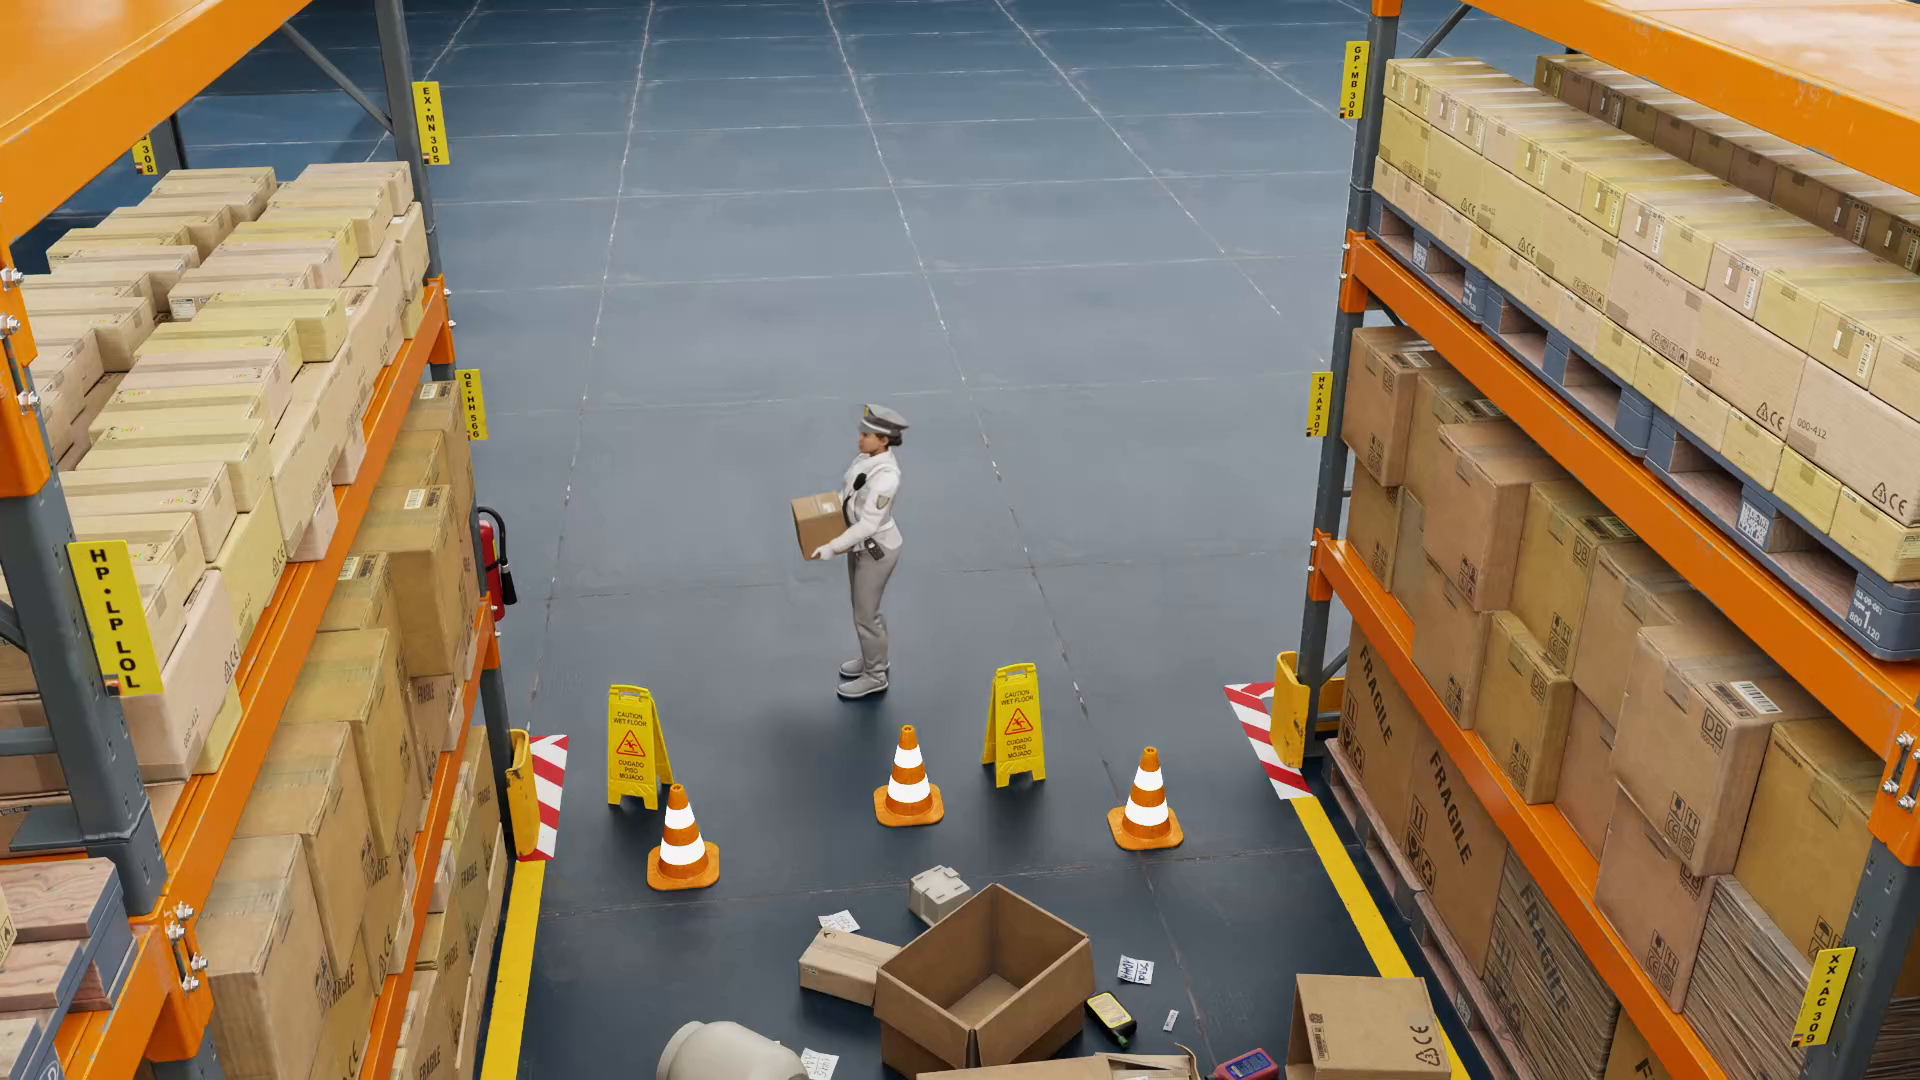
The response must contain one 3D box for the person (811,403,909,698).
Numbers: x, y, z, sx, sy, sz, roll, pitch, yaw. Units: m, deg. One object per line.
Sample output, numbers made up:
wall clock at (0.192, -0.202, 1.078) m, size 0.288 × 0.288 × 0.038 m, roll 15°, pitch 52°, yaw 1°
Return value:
person at (-0.544, 0.051, 8.966) m, size 0.553 × 1.686 × 0.459 m, roll -6°, pitch 28°, yaw -12°
